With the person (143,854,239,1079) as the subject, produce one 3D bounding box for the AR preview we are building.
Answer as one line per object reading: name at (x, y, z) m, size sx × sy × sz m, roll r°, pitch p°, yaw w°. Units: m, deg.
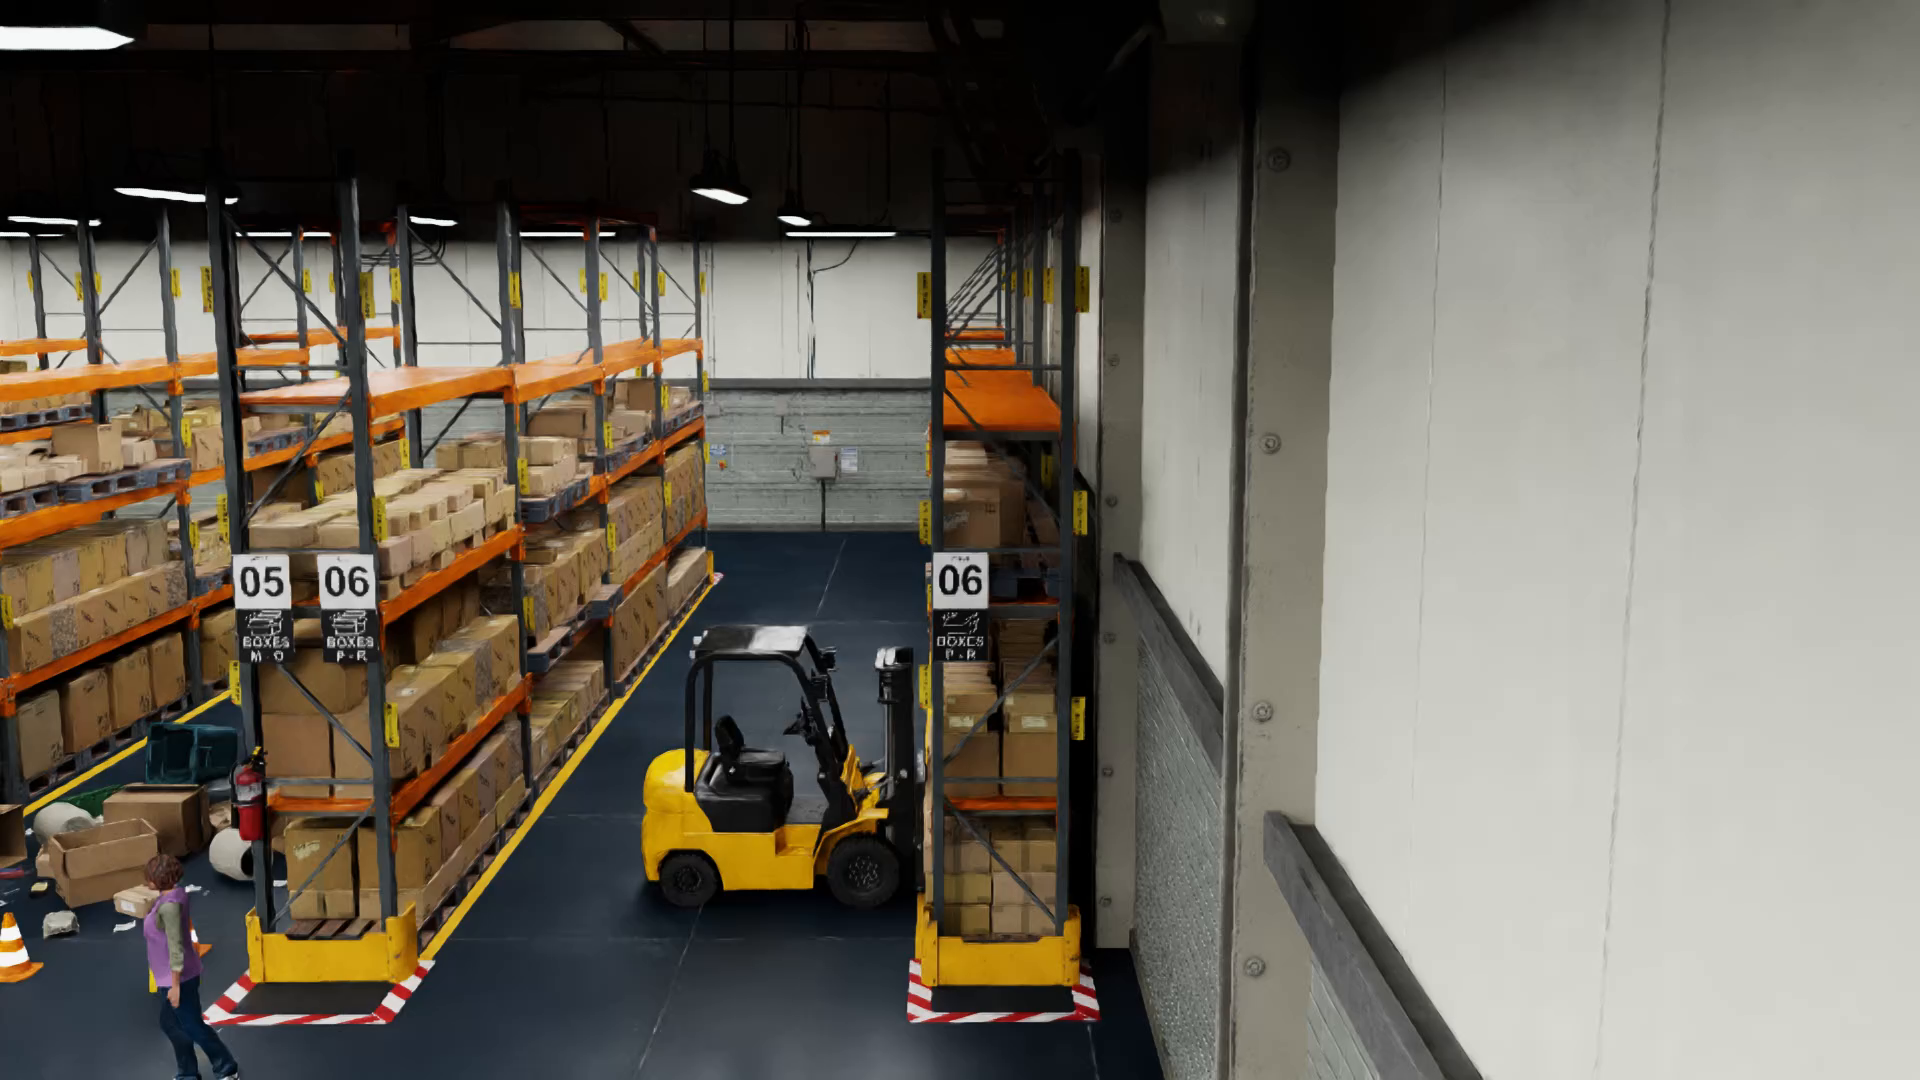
person at (-4.854, 2.739, 10.472) m, size 0.484 × 1.587 × 0.514 m, roll -4°, pitch 10°, yaw -24°
